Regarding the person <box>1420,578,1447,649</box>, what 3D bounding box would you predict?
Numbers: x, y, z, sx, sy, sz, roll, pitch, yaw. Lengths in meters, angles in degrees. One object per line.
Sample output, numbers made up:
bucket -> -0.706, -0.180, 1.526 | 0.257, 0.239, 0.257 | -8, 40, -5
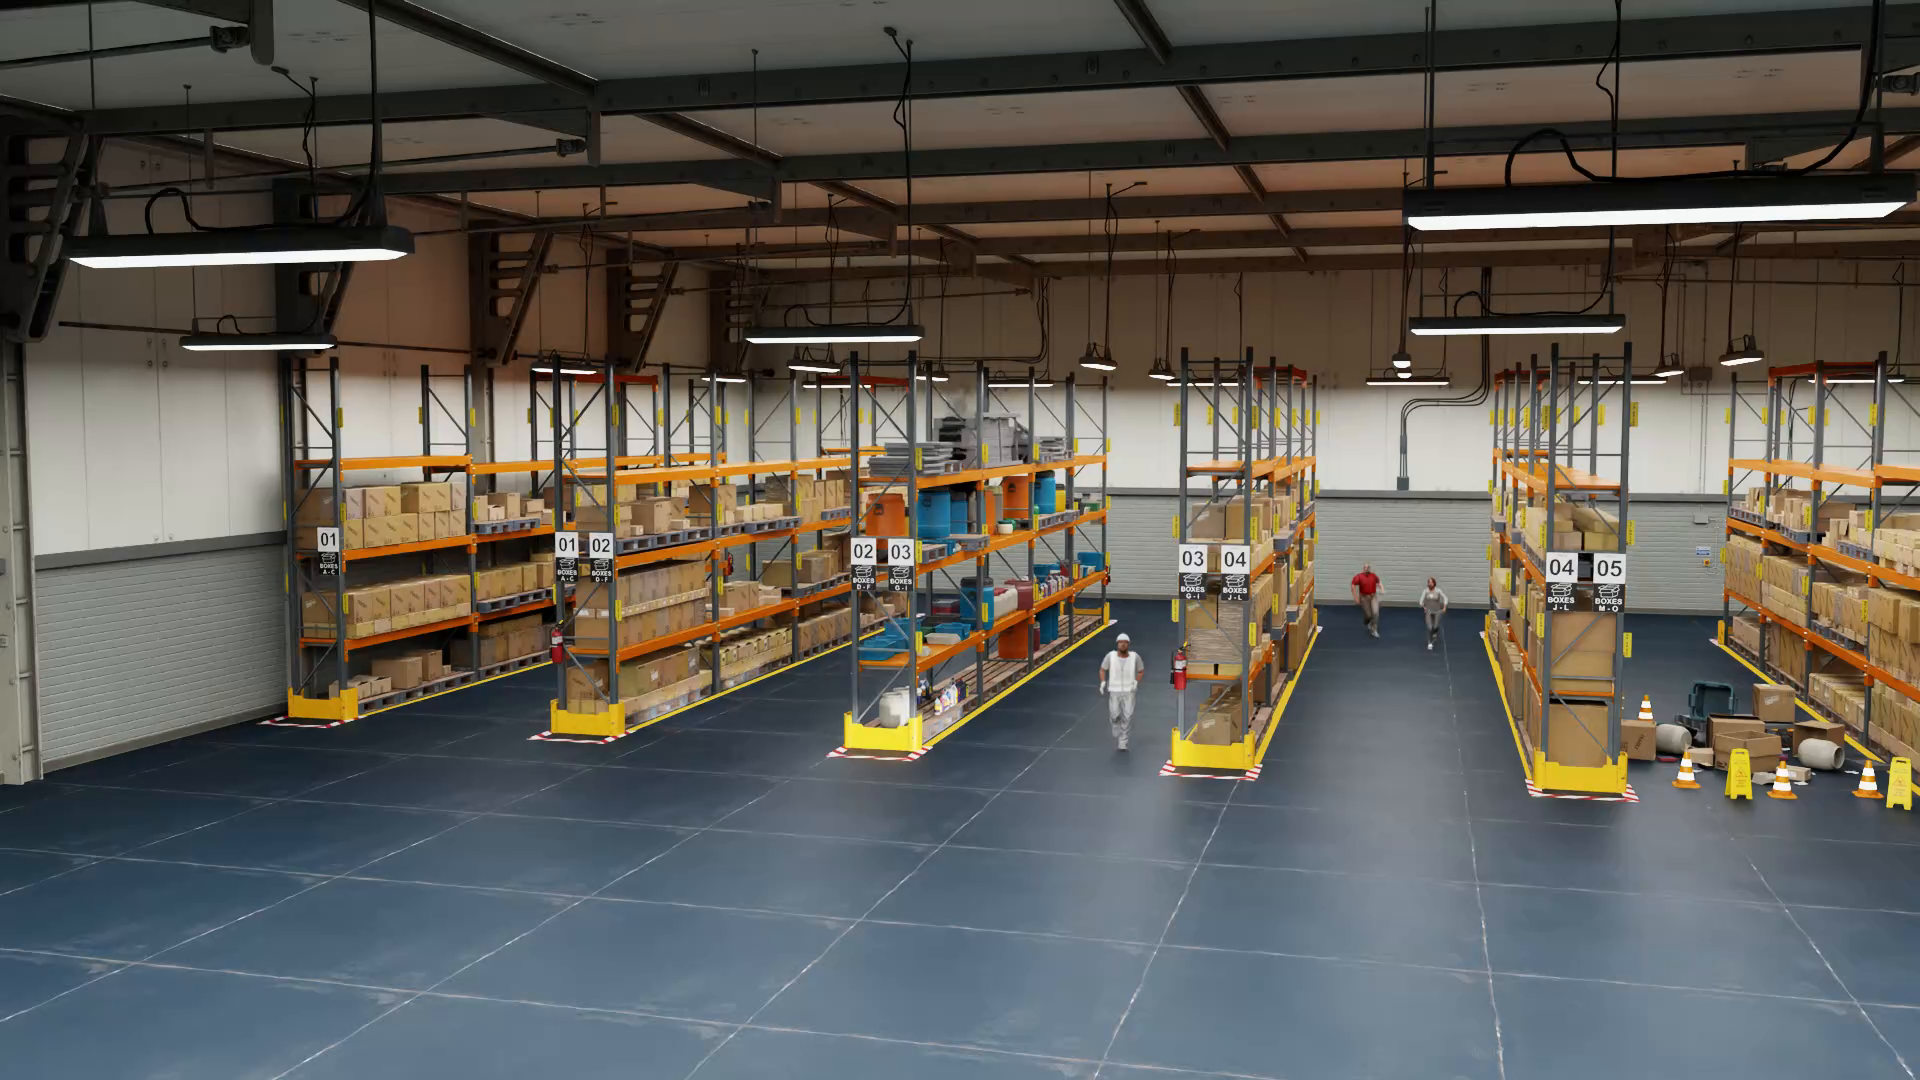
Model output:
person -> 10.228, 1.596, 35.955 | 0.572, 1.561, 0.604 | 2, 5, 22

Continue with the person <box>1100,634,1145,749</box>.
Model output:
person -> 2.453, 2.284, 25.173 | 0.677, 1.735, 0.601 | 0, 4, 5

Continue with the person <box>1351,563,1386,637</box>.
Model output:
person -> 9.388, 1.366, 38.397 | 0.757, 1.701, 0.694 | 0, 4, -3
